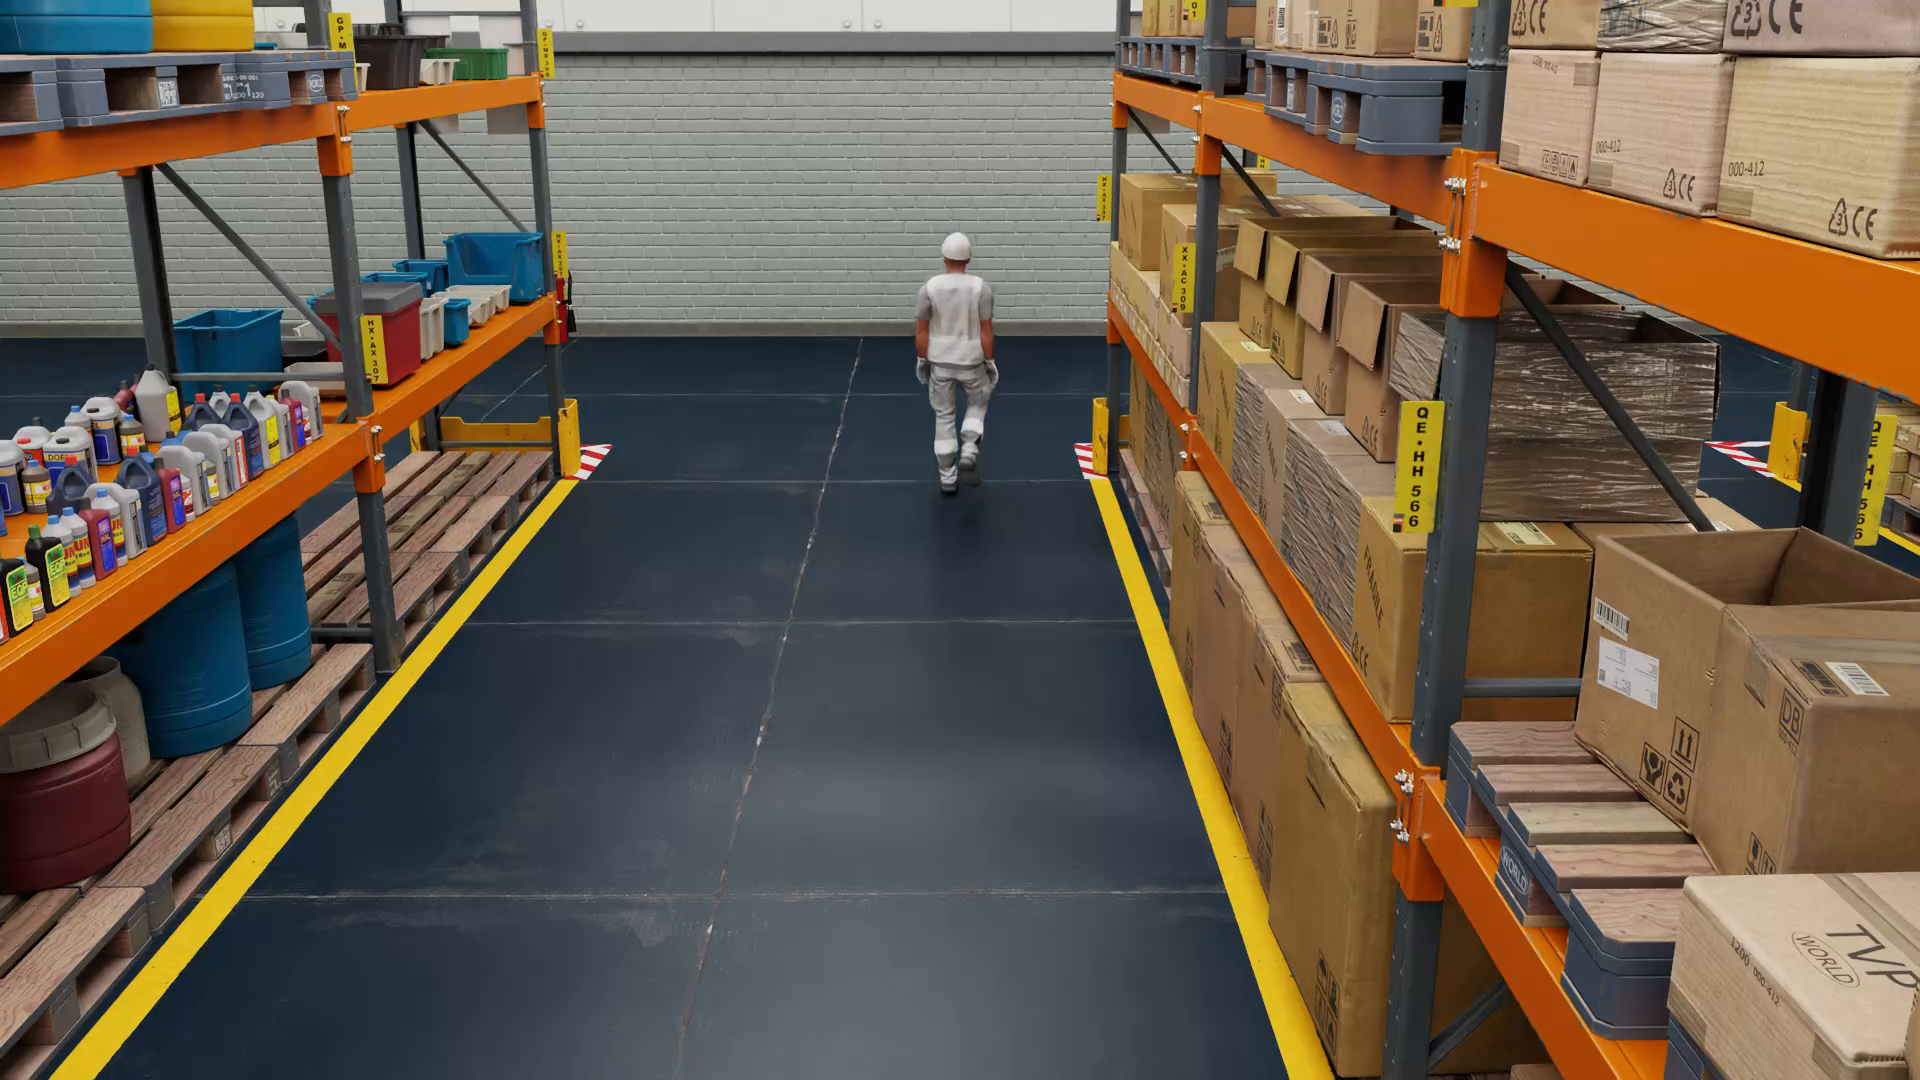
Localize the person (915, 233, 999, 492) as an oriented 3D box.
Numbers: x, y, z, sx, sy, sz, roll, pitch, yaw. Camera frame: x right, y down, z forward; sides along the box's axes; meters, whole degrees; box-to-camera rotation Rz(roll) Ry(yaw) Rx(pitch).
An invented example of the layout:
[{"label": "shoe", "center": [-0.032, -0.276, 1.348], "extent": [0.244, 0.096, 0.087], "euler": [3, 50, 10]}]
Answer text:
[{"label": "person", "center": [-0.016, -1.225, 11.429], "extent": [0.572, 1.778, 0.467], "euler": [1, 17, 3]}]
